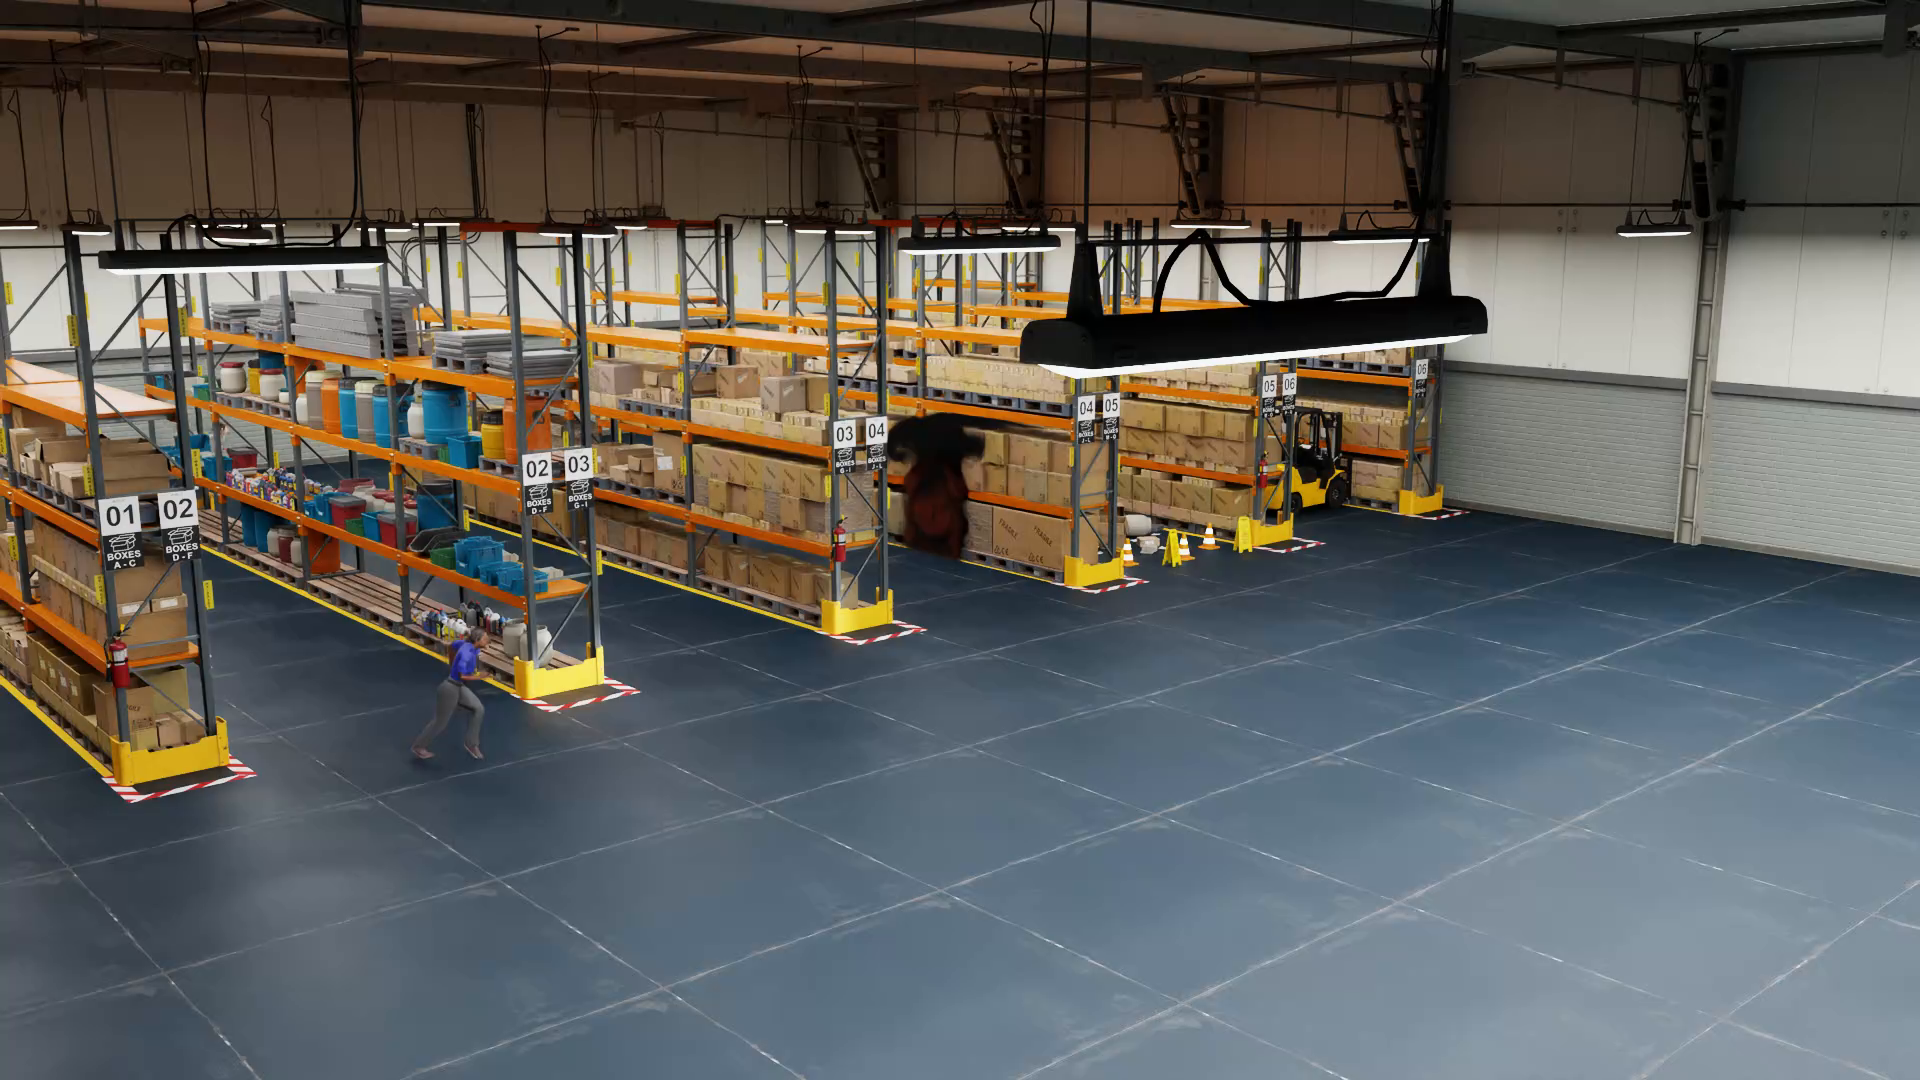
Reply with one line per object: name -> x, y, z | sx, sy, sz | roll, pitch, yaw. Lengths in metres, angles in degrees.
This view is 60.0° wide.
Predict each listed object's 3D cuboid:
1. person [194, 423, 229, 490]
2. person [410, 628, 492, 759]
person -> -16.807, -1.853, 37.146 | 1.021, 1.511, 0.591 | 0, 11, -2
person -> -5.876, 1.798, 19.191 | 0.964, 1.602, 0.617 | -2, 12, -11
